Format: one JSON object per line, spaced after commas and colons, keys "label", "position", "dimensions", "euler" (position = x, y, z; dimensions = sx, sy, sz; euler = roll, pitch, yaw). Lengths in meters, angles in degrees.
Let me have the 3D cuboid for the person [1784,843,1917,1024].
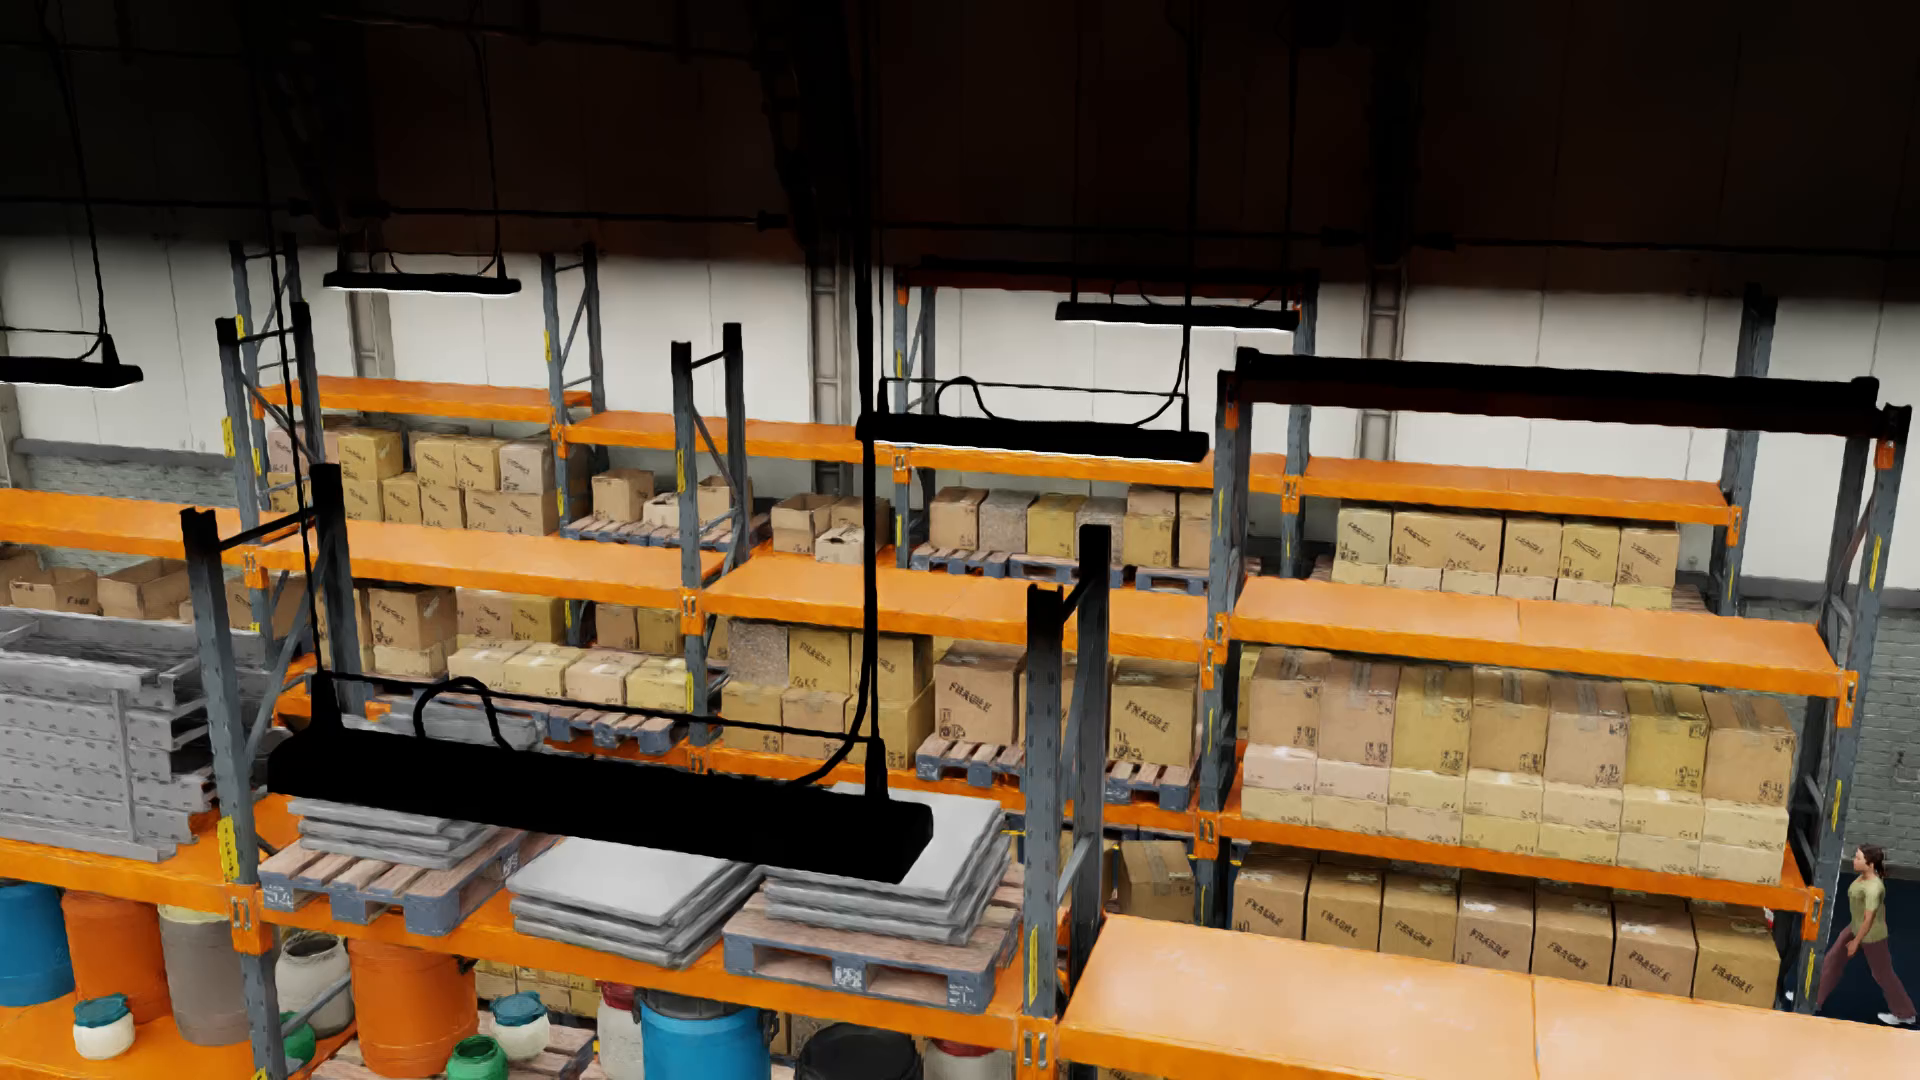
{"label": "person", "position": [7.703, 3.357, 14.181], "dimensions": [1.019, 1.612, 0.458], "euler": [5, 17, 15]}
